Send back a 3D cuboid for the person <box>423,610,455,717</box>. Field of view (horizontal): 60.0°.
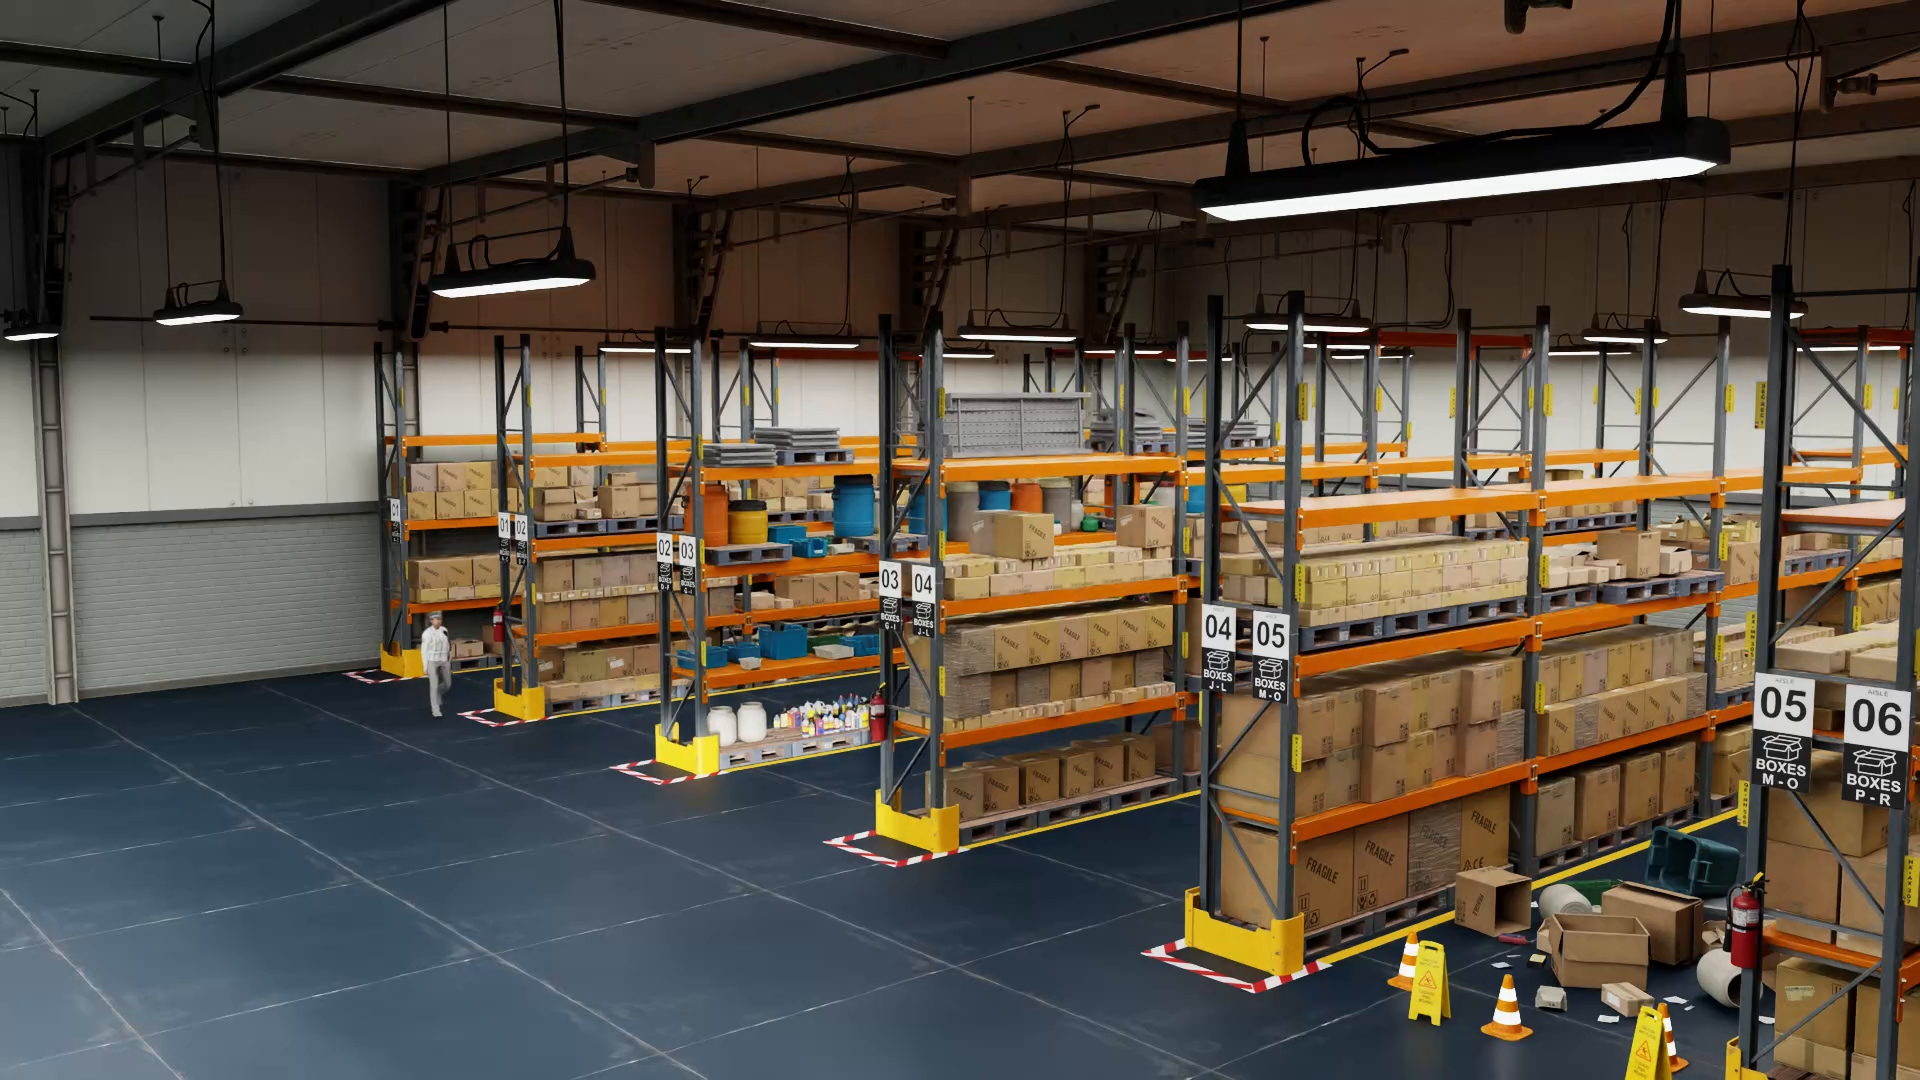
[{"bbox_3d":[-8.239,1.925,26.187,0.473,1.684,0.464,-4,7,-37],"label":"person"}]
